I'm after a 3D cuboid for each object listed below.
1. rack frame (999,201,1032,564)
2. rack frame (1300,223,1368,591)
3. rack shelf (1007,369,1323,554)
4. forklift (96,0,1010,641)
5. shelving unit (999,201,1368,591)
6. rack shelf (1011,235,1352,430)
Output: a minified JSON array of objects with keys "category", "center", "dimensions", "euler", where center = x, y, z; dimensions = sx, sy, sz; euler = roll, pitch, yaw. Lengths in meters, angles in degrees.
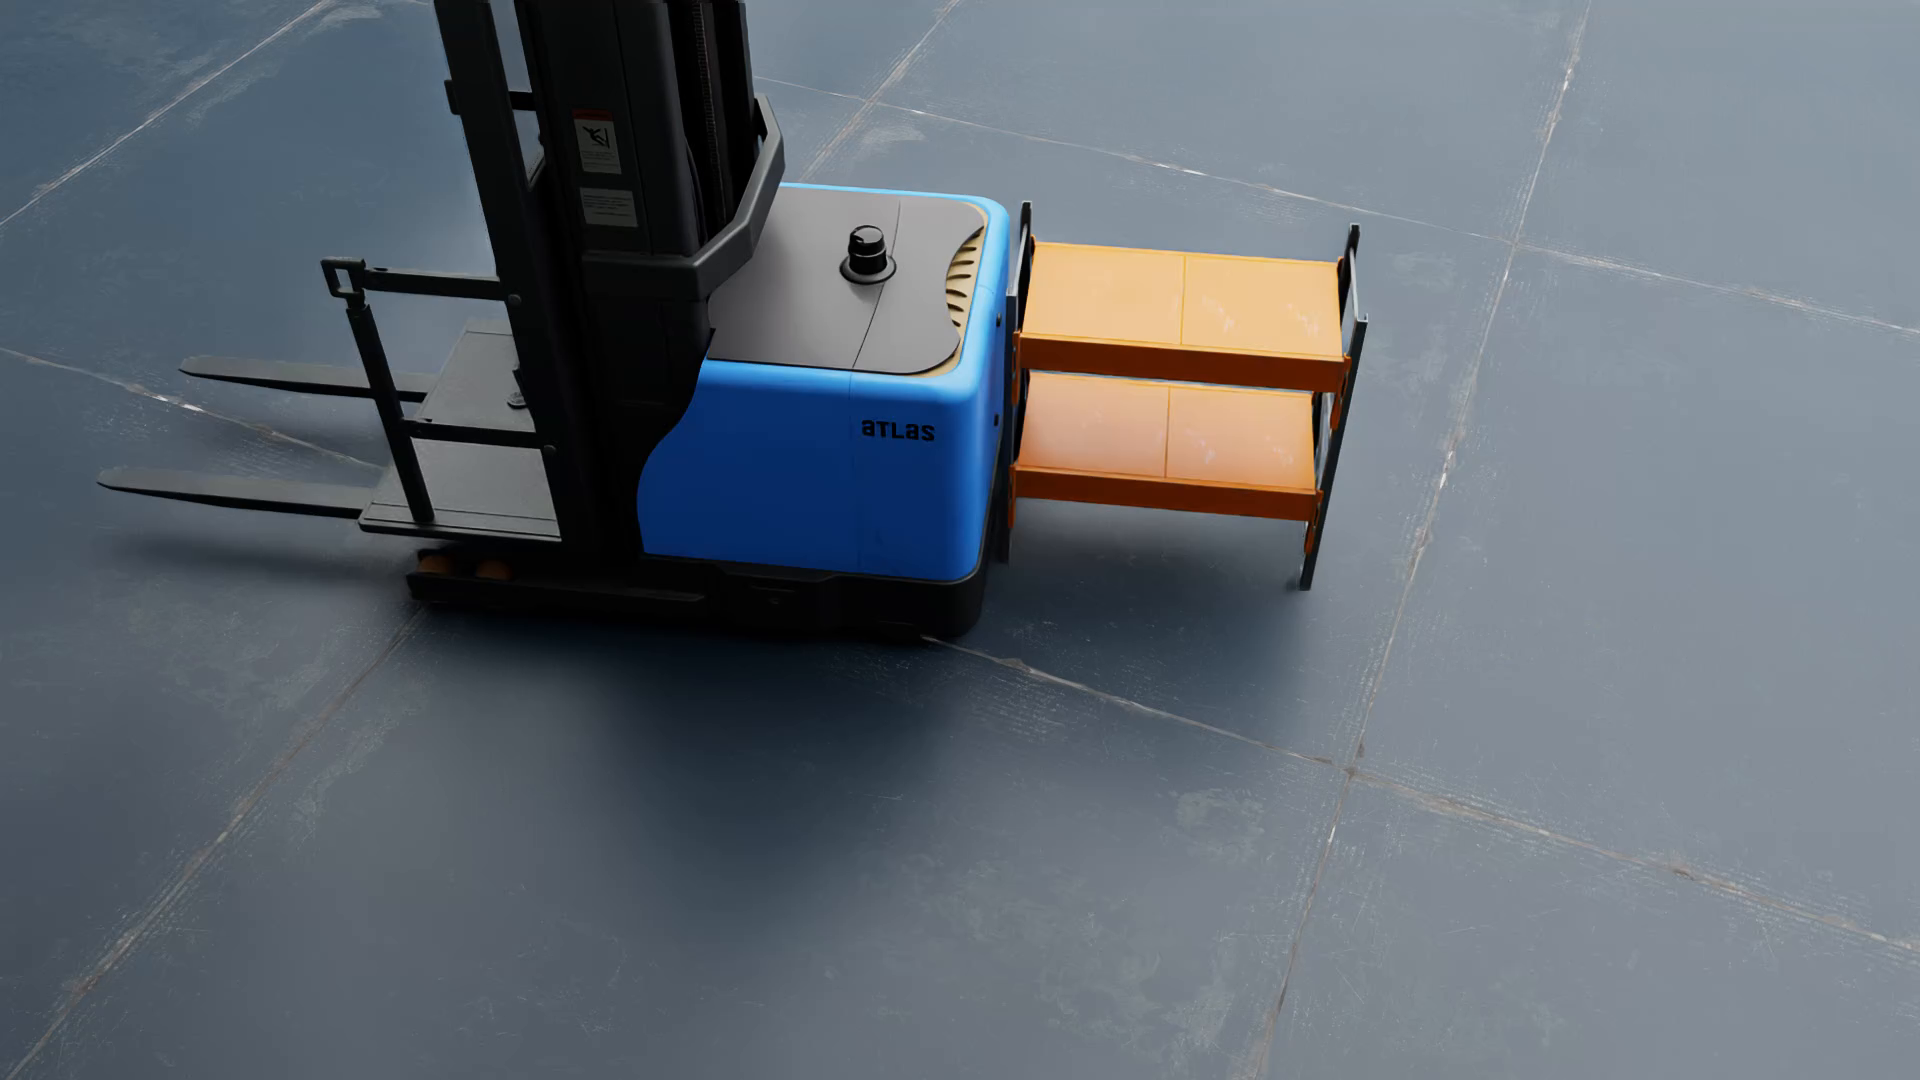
[{"category":"rack frame","center":[0.181,-0.492,5.447],"dimensions":[0.032,1.125,0.500],"euler":[5,45,5]},{"category":"rack frame","center":[1.190,-0.404,5.359],"dimensions":[0.032,1.125,0.500],"euler":[5,45,5]},{"category":"rack shelf","center":[0.685,-0.275,5.576],"dimensions":[1.000,0.278,0.538],"euler":[5,45,5]},{"category":"forklift","center":[-1.384,-1.174,4.852],"dimensions":[3.031,2.935,1.130],"euler":[5,45,5]},{"category":"shelving unit","center":[0.685,-0.448,5.403],"dimensions":[1.048,1.125,0.538],"euler":[5,45,5]},{"category":"rack shelf","center":[0.685,-0.656,5.197],"dimensions":[1.000,0.278,0.538],"euler":[5,45,5]}]
